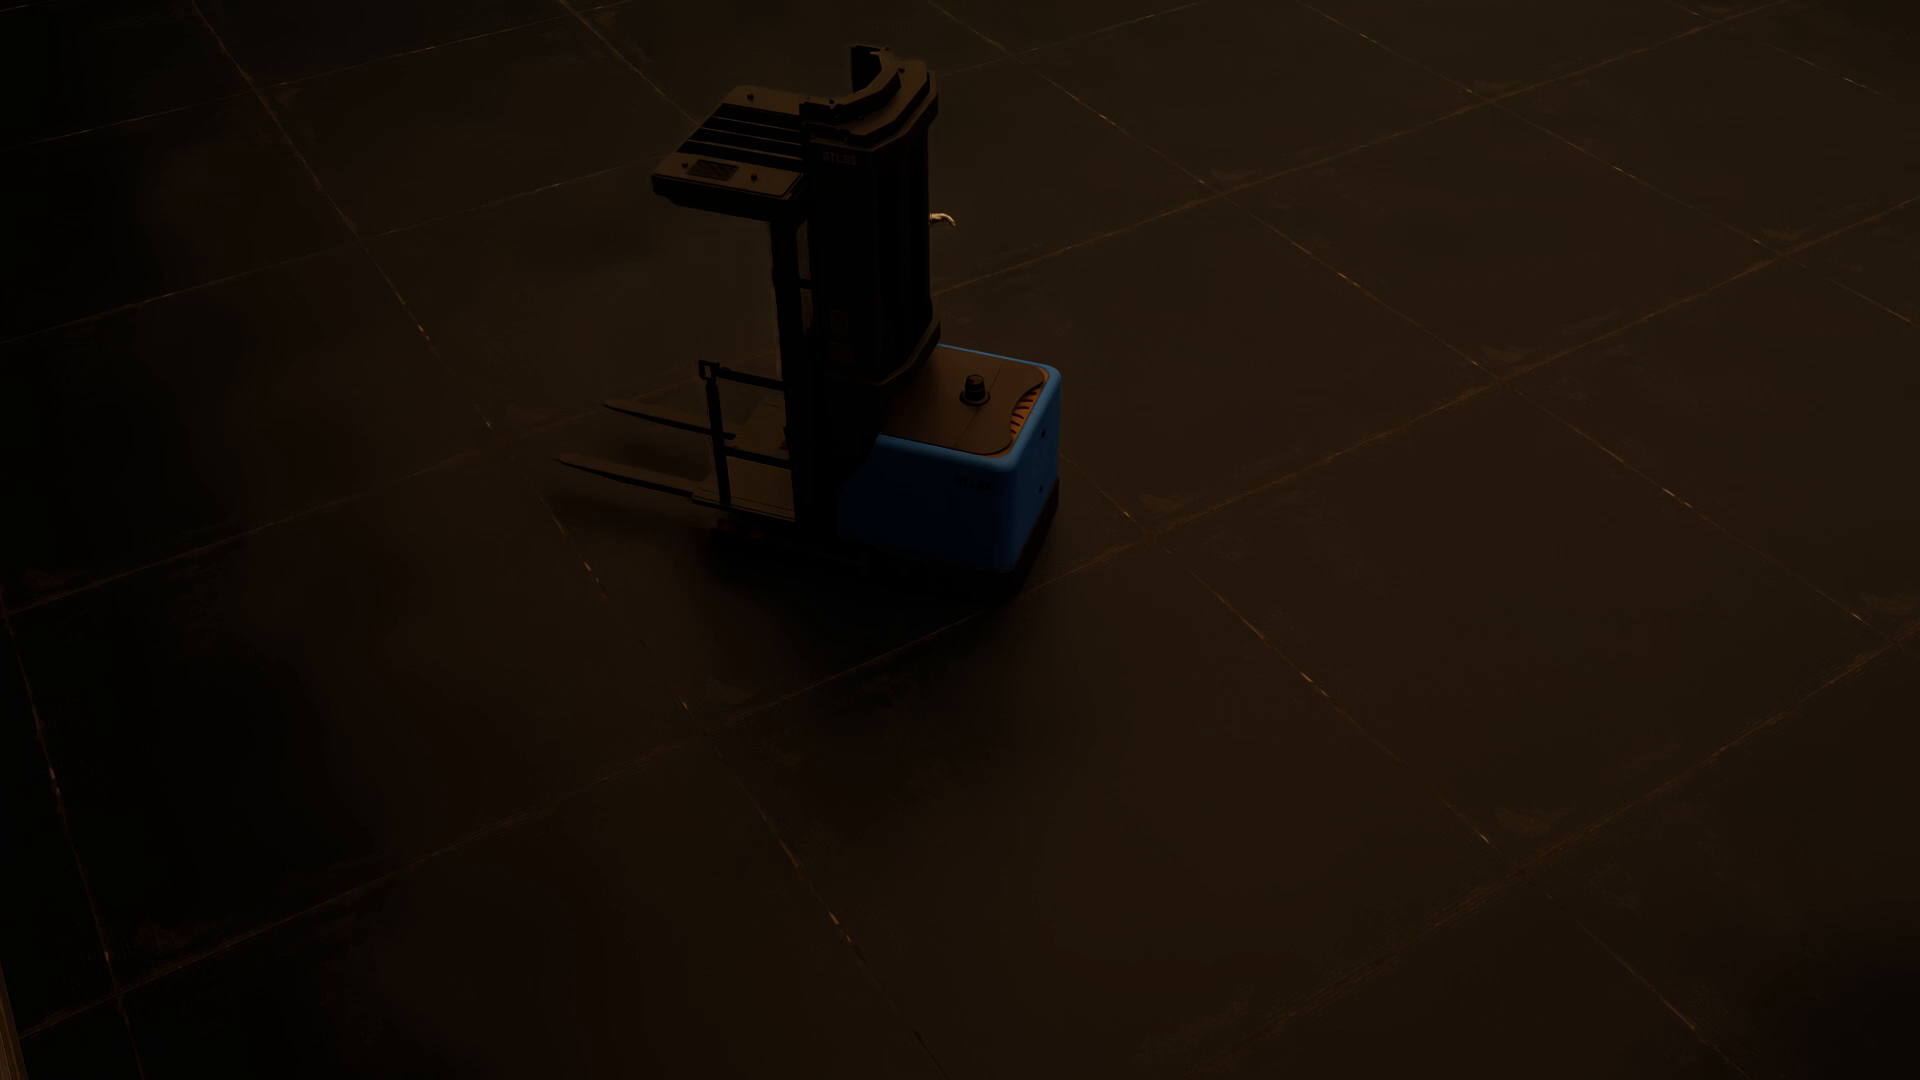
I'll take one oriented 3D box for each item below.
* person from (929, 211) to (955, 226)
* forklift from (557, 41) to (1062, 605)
[{"bbox_3d":[-0.456,-1.698,10.874,0.933,1.524,1.031,-8,42,-9],"label":"person"},{"bbox_3d":[-0.971,-1.317,9.377,3.031,2.935,1.130,13,43,14],"label":"forklift"}]
